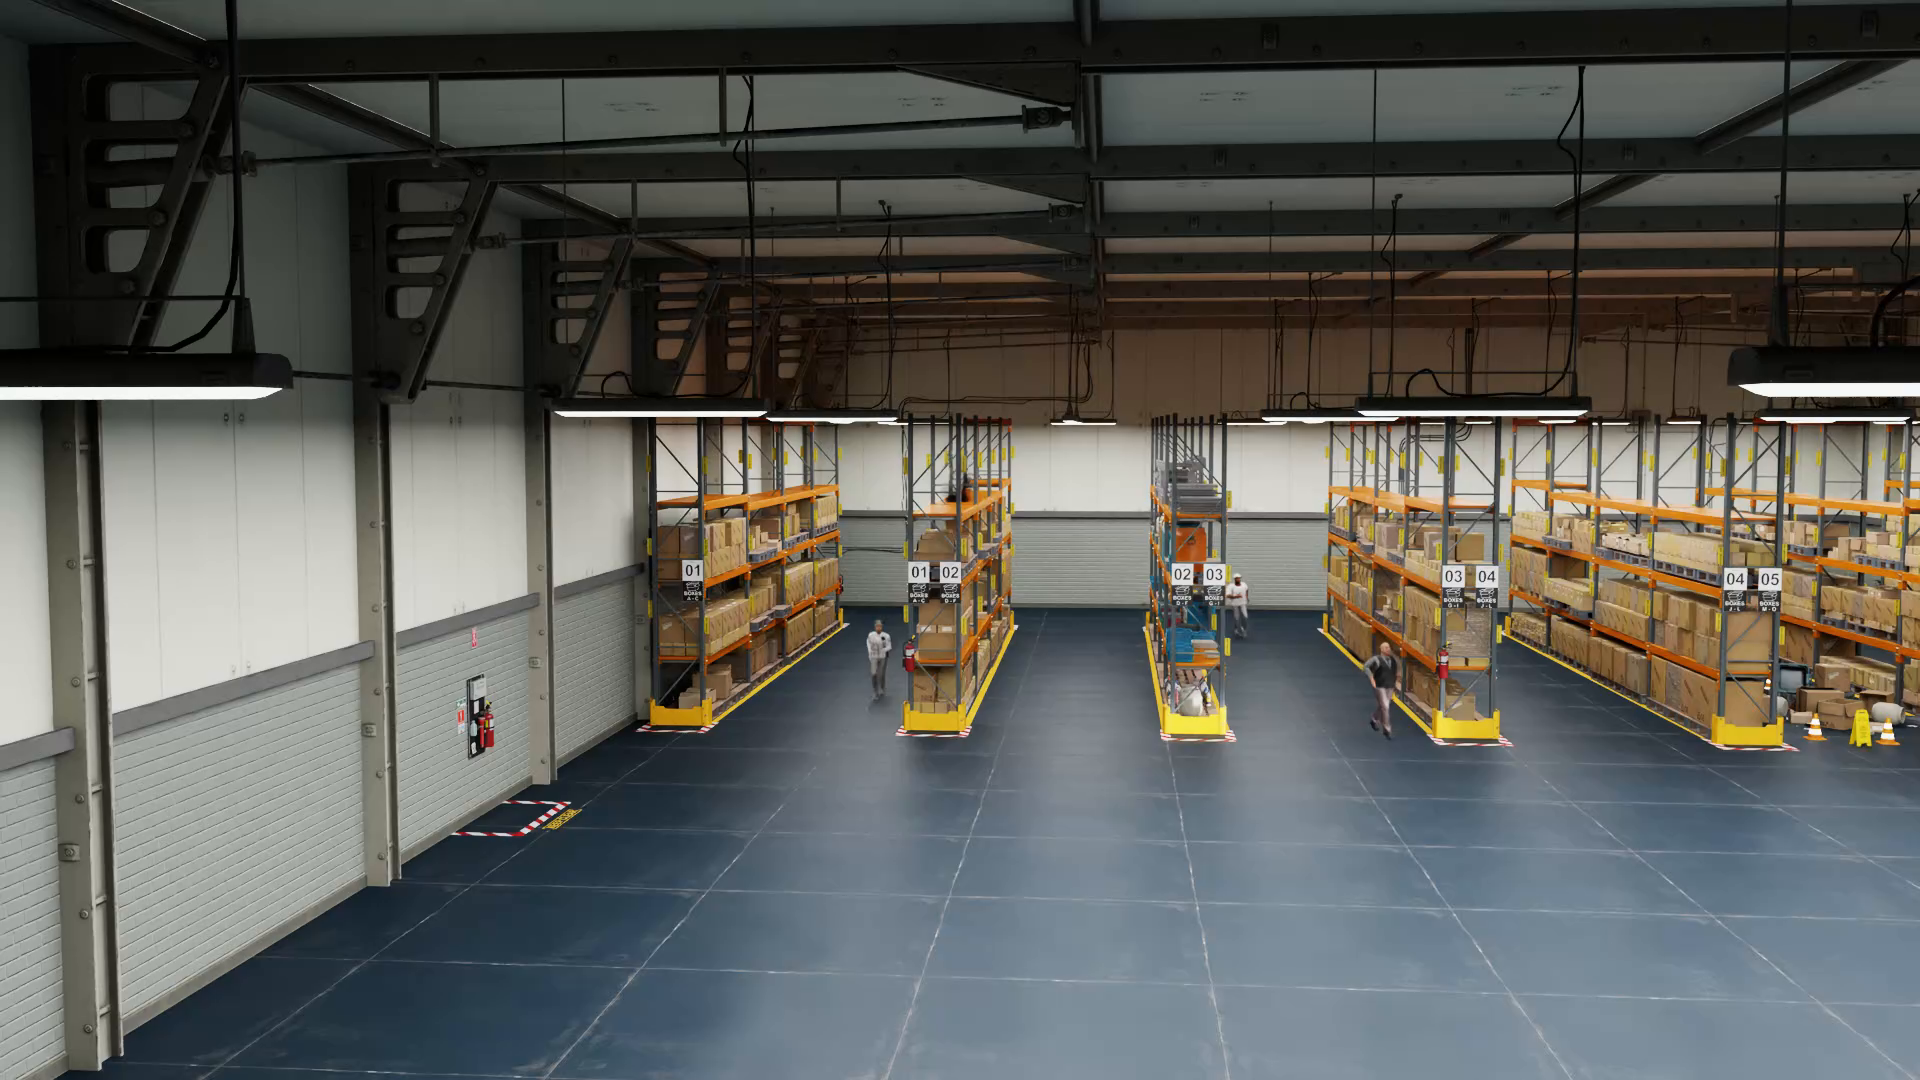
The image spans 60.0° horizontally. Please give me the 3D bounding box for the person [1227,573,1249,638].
[{"bbox_3d":[7.609,1.798,45.528,0.646,1.803,0.712,0,4,-2],"label":"person"}]

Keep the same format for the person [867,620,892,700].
[{"bbox_3d":[-1.715,2.530,35.229,0.529,1.725,0.829,0,4,-3],"label":"person"}]

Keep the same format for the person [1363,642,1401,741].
[{"bbox_3d":[7.873,2.778,30.867,0.651,1.765,0.884,-2,4,-22],"label":"person"}]
